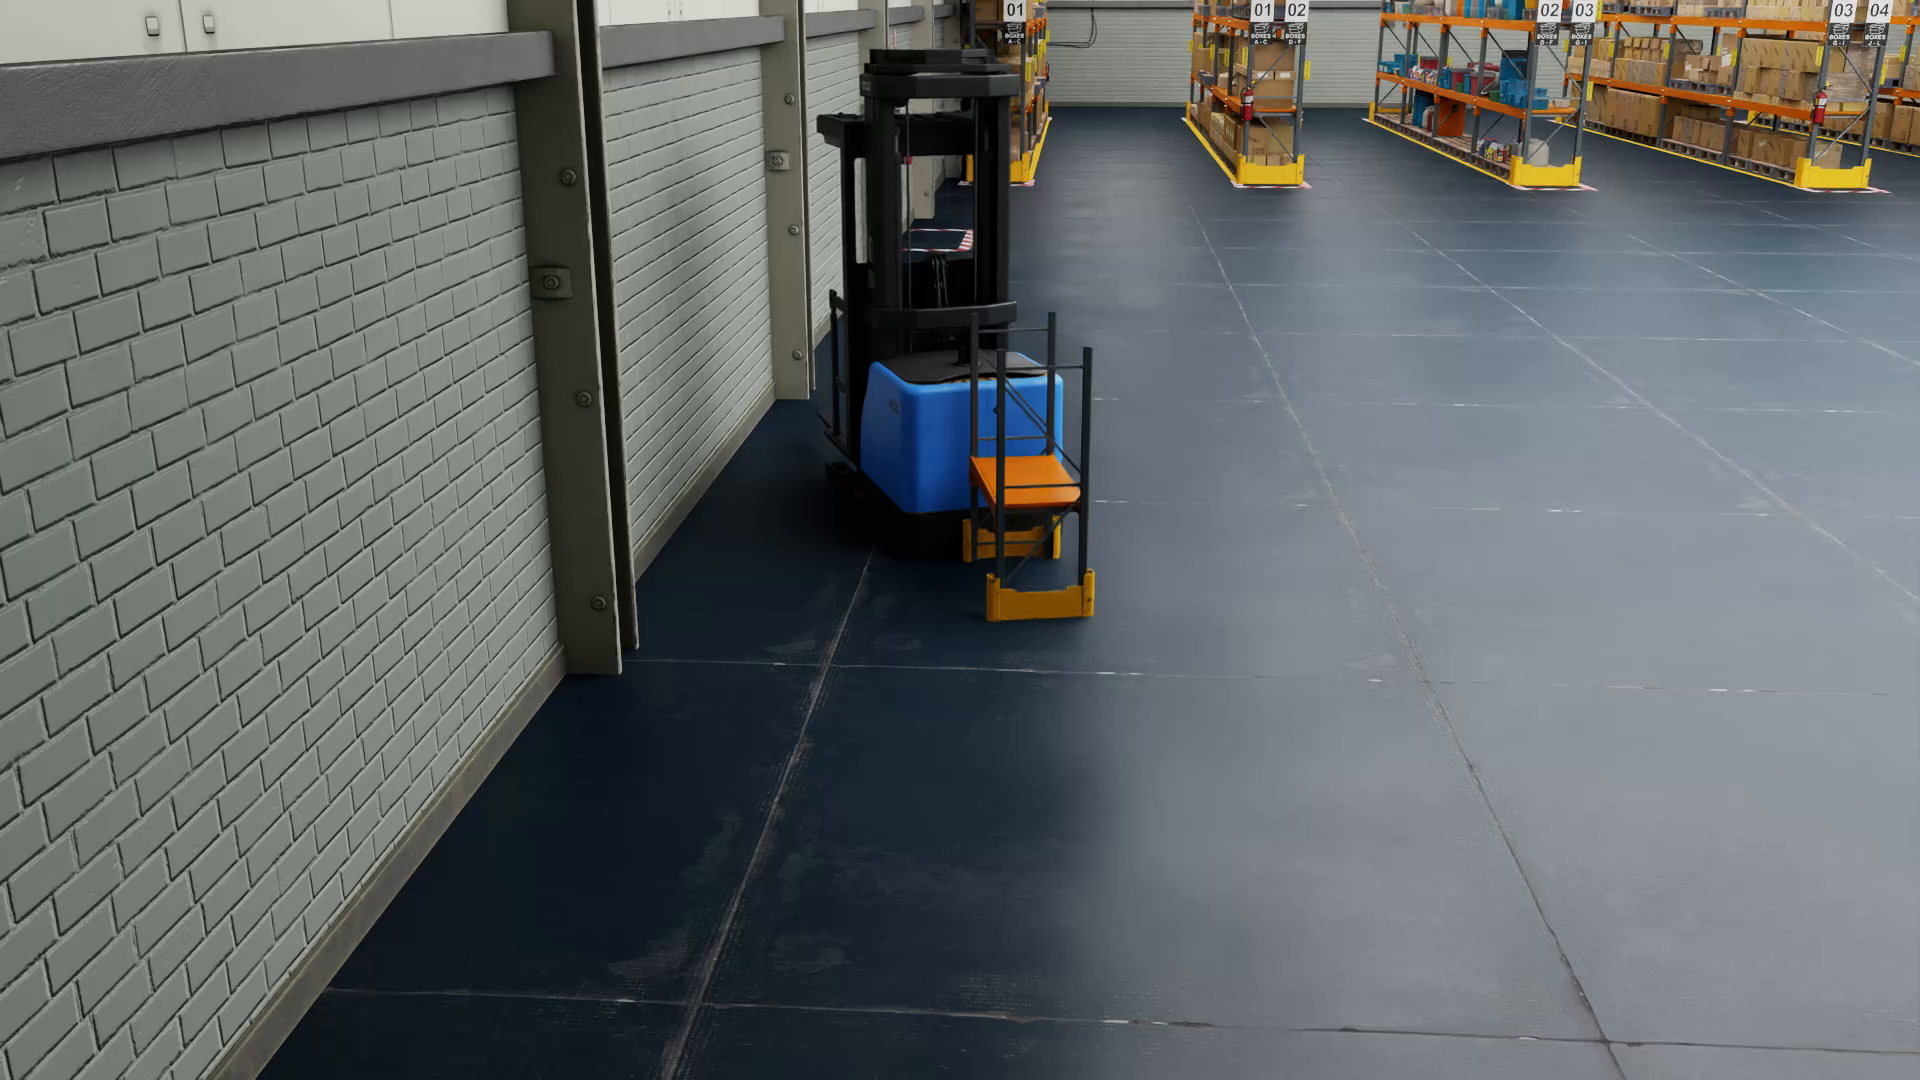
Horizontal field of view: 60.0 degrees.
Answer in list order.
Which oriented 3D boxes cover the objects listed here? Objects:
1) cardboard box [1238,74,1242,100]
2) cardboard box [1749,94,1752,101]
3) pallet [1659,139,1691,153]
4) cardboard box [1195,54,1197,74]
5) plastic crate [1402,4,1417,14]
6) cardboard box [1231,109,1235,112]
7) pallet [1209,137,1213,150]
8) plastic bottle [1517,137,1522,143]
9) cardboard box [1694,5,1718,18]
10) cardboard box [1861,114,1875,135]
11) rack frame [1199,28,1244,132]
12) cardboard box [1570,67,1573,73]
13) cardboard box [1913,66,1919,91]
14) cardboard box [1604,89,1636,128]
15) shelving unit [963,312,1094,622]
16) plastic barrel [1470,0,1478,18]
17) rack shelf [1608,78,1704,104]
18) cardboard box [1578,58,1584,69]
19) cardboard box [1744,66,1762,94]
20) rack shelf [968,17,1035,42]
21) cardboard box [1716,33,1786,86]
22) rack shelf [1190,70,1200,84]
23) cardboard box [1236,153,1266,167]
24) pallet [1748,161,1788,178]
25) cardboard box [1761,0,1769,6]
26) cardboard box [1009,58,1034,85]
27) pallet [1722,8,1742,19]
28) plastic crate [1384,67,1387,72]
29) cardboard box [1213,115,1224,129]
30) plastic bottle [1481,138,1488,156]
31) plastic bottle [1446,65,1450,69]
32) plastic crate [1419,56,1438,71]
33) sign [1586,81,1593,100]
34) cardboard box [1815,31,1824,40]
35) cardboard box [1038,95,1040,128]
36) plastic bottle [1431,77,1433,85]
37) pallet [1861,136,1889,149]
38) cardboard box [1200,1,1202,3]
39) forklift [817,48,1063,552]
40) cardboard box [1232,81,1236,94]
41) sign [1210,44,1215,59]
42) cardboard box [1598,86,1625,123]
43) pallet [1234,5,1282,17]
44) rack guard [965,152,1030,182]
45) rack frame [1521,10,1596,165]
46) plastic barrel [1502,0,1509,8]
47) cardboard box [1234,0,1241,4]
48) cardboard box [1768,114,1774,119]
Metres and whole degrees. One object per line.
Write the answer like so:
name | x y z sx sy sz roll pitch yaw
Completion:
cardboard box | 5.852 -8.909 32.635 0.700 0.500 0.500 1 18 3
cardboard box | 15.444 -8.528 32.037 0.380 0.149 0.250 1 18 4
pallet | 16.019 -8.616 36.378 1.003 0.211 1.213 1 18 4
cardboard box | 6.366 -12.335 43.089 0.500 0.500 0.500 2 18 5
plastic crate | 11.170 -13.172 41.257 0.416 0.233 0.300 1 18 4
cardboard box | 6.545 -9.725 38.592 0.500 0.500 0.500 1 18 2
pallet | 6.098 -8.826 37.020 1.003 0.211 1.213 1 18 4
plastic bottle | 11.091 -7.796 32.945 0.144 0.351 0.185 1 18 2
cardboard box | 15.724 -11.078 34.838 0.500 0.250 0.500 2 18 5
cardboard box | 20.844 -9.425 37.708 0.500 0.500 0.500 2 18 6
rack frame | 6.482 -11.648 41.155 1.000 3.000 0.127 1 18 4
cardboard box | 16.278 -12.366 43.749 0.380 0.149 0.250 1 18 3
cardboard box | 20.681 -9.798 35.346 0.500 0.500 0.500 1 18 3
cardboard box | 16.337 -10.417 40.134 1.225 0.875 0.875 1 18 4
shelving unit | 0.374 -0.444 9.371 0.587 1.500 1.083 -2 18 -7
plastic barrel | 10.716 -11.081 33.802 0.600 0.901 0.600 0 18 0
rack shelf | 16.220 -10.463 38.692 1.077 0.370 4.000 1 18 4
cardboard box | 16.276 -12.278 42.839 0.500 0.250 0.500 1 18 2
cardboard box | 15.625 -8.837 31.938 0.875 0.500 0.500 1 18 4
rack shelf | 0.824 -9.735 31.655 1.077 0.370 4.000 1 18 4
cardboard box | 15.986 -9.670 33.478 1.000 1.000 1.000 1 18 4
rack shelf | 6.626 -11.928 43.162 1.077 0.370 4.000 1 18 4
cardboard box | 5.366 -6.987 30.672 0.500 0.250 0.500 1 18 4
pallet | 15.692 -7.027 31.529 1.003 0.211 1.213 1 18 4
cardboard box | 15.467 -10.223 31.587 0.380 0.149 0.250 1 18 4
cardboard box | 1.212 -9.259 32.867 0.500 0.500 0.500 1 18 4
pallet | 15.940 -10.467 33.033 1.213 0.211 1.003 1 18 4
plastic crate | 11.209 -12.304 43.484 0.250 0.136 0.298 1 18 4
cardboard box | 5.797 -9.088 36.180 0.500 0.311 0.500 1 18 2
plastic bottle | 10.378 -7.761 32.838 0.144 0.351 0.185 2 18 5
plastic bottle | 11.670 -11.163 39.752 0.144 0.351 0.185 1 18 4
plastic crate | 11.737 -11.867 41.623 0.402 0.464 0.583 1 18 4
sign | 11.111 -7.927 29.355 0.100 0.325 0.005 1 18 4
cardboard box | 21.067 -12.100 40.289 0.500 0.500 0.500 1 18 2
cardboard box | 1.507 -10.191 39.484 0.750 0.750 0.750 1 18 4
plastic bottle | 10.790 -10.472 37.885 0.097 0.201 0.097 0 18 0
pallet | 21.074 -8.959 37.426 1.003 0.211 1.213 1 18 4
cardboard box | 6.286 -13.552 41.586 0.500 0.250 0.500 1 18 4
forklift | -0.299 -1.743 11.036 1.130 2.935 3.031 -6 19 -17
cardboard box | 5.789 -9.377 34.439 0.396 0.266 0.258 1 18 3
sign | 5.654 -10.928 37.223 0.100 0.325 0.005 1 18 4
cardboard box | 16.490 -10.819 41.362 0.875 0.875 0.875 1 18 4
pallet | 5.874 -10.281 32.308 1.003 0.211 1.213 1 18 4
rack guard | 0.686 -6.866 30.576 1.175 0.500 0.348 1 18 4
rack frame | 10.563 -7.810 29.439 1.000 3.000 0.127 1 18 4
plastic barrel | 10.671 -10.608 31.684 0.600 0.901 0.708 1 18 4
cardboard box | 5.571 -10.495 32.060 0.500 0.311 0.500 0 18 1
cardboard box | 21.157 -10.978 43.013 0.380 0.149 0.250 2 18 5
